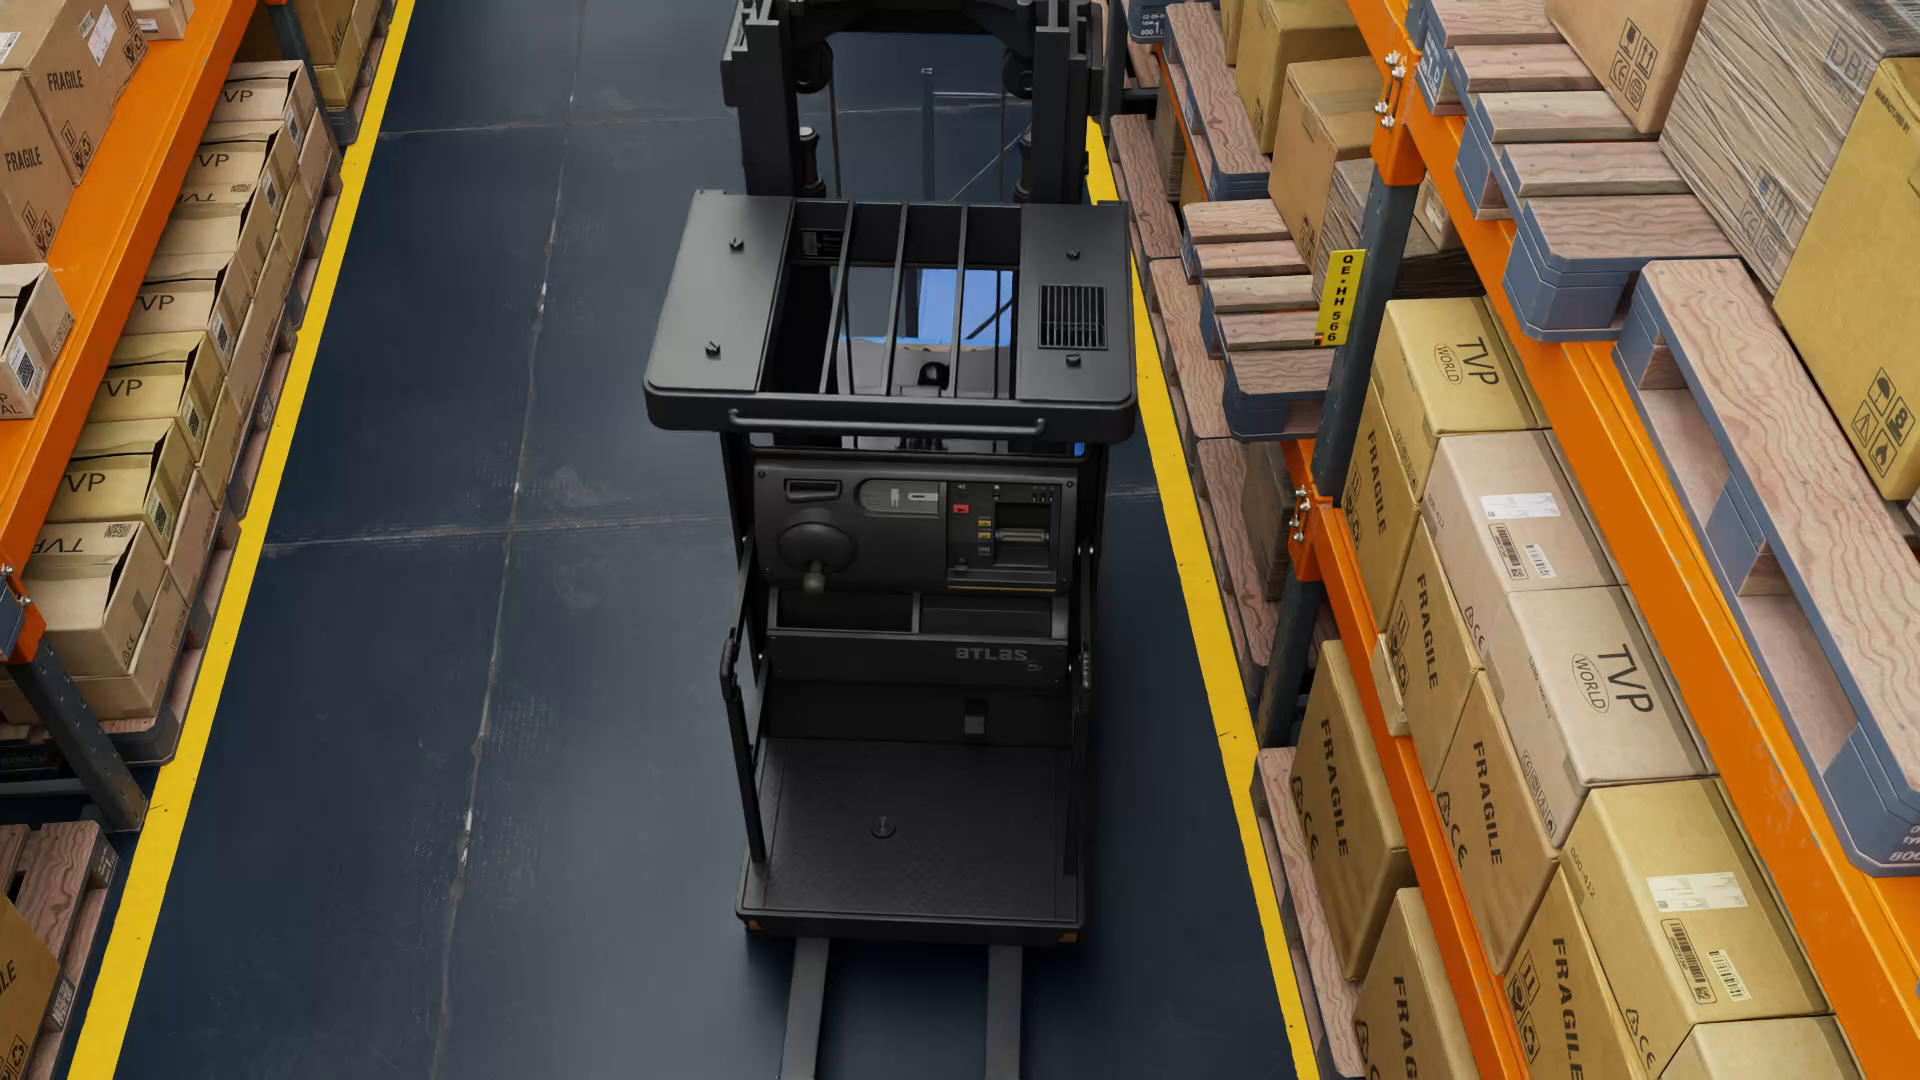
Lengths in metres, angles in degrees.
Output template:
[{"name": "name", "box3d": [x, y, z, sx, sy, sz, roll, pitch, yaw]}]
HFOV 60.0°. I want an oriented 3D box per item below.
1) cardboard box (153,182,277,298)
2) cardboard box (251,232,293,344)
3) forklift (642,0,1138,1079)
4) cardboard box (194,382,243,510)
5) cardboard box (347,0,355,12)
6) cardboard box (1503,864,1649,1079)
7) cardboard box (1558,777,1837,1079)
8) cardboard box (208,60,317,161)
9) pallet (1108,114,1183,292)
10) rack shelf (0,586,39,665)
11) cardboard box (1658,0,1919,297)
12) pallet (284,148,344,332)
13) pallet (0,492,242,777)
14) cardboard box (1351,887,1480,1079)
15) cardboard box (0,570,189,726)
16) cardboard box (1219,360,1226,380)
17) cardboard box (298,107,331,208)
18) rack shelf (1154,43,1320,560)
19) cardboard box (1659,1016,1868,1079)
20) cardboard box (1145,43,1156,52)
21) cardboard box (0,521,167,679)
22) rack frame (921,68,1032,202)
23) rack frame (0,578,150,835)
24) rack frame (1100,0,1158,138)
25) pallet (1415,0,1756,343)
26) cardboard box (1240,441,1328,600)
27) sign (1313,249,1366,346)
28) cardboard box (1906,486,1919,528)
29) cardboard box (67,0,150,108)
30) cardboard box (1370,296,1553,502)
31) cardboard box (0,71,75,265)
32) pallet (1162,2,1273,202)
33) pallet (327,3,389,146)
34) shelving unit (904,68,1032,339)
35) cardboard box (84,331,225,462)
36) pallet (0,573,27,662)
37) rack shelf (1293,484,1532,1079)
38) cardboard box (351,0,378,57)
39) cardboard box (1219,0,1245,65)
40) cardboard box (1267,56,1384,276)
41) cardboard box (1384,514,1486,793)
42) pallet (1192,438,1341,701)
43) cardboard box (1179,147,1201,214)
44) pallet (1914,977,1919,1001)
[{"name": "cardboard box", "box3d": [-3.279, -1.301, 7.134, 0.500, 0.311, 0.500, -4, 47, -3]}, {"name": "cardboard box", "box3d": [-3.280, -1.102, 7.332, 0.500, 0.250, 0.500, -3, 47, -2]}, {"name": "forklift", "box3d": [-0.137, 0.070, 4.665, 1.130, 2.935, 3.031, 2, 47, 2]}, {"name": "cardboard box", "box3d": [-3.196, -0.363, 6.632, 0.500, 0.250, 0.500, -5, 47, -4]}, {"name": "cardboard box", "box3d": [-3.464, -3.094, 8.703, 0.500, 0.500, 0.500, -3, 47, -3]}, {"name": "cardboard box", "box3d": [1.495, 1.007, 3.443, 0.500, 0.500, 0.500, -2, 47, -2]}, {"name": "cardboard box", "box3d": [1.505, 0.731, 3.188, 0.500, 0.250, 0.500, -4, 47, -4]}, {"name": "cardboard box", "box3d": [-3.368, -2.038, 7.832, 0.500, 0.311, 0.500, -3, 47, -3]}, {"name": "pallet", "box3d": [1.315, -1.703, 8.218, 1.003, 0.211, 1.213, -3, 47, -3]}, {"name": "rack shelf", "box3d": [-3.185, 1.667, 3.601, 1.077, 0.370, 4.000, -3, 47, -3]}, {"name": "cardboard box", "box3d": [1.778, -0.821, 3.024, 0.700, 0.500, 0.500, -6, 47, -5]}, {"name": "pallet", "box3d": [-3.587, -1.432, 7.961, 1.003, 0.211, 1.213, -3, 47, -3]}, {"name": "pallet", "box3d": [-3.383, 0.333, 6.289, 1.003, 0.211, 1.213, -3, 47, -3]}, {"name": "cardboard box", "box3d": [1.581, 1.438, 4.514, 0.750, 0.750, 0.750, -4, 47, -3]}, {"name": "cardboard box", "box3d": [-3.104, 0.377, 5.932, 0.500, 0.250, 0.500, -4, 47, -3]}, {"name": "cardboard box", "box3d": [1.474, -0.878, 6.935, 0.700, 0.500, 0.500, -4, 47, -4]}, {"name": "cardboard box", "box3d": [-3.364, -1.838, 8.029, 0.500, 0.250, 0.500, -4, 47, -4]}, {"name": "rack shelf", "box3d": [1.416, -1.531, 6.630, 1.077, 0.370, 4.000, -3, 47, -3]}, {"name": "cardboard box", "box3d": [1.548, 1.099, 2.839, 0.500, 0.250, 0.500, -3, 47, -3]}, {"name": "cardboard box", "box3d": [1.174, -2.788, 8.973, 0.380, 0.166, 0.250, -9, 47, -8]}, {"name": "cardboard box", "box3d": [-3.104, 0.184, 5.728, 0.500, 0.311, 0.500, -2, 47, -2]}, {"name": "rack frame", "box3d": [0.102, -1.282, 6.931, 0.500, 1.500, 0.032, 2, 47, 2]}, {"name": "rack frame", "box3d": [-3.353, -0.028, 4.710, 1.000, 3.000, 0.127, -3, 47, -3]}, {"name": "rack frame", "box3d": [1.249, -3.225, 7.739, 1.000, 3.000, 0.127, -3, 47, -3]}, {"name": "pallet", "box3d": [1.690, -0.835, 3.539, 1.213, 0.211, 1.003, -2, 47, -1]}, {"name": "cardboard box", "box3d": [1.471, -0.141, 6.236, 0.700, 0.500, 0.500, -3, 47, -3]}, {"name": "sign", "box3d": [1.043, -0.662, 4.569, 0.100, 0.325, 0.005, -3, 47, -3]}, {"name": "cardboard box", "box3d": [1.865, -0.063, 2.306, 0.700, 0.500, 0.500, -4, 47, -3]}, {"name": "cardboard box", "box3d": [-3.595, -2.018, 6.527, 0.500, 0.500, 0.500, 0, 47, 0]}, {"name": "cardboard box", "box3d": [1.367, -0.368, 4.228, 0.500, 0.250, 0.500, -2, 47, -2]}, {"name": "cardboard box", "box3d": [-3.509, -1.275, 5.823, 0.500, 0.500, 0.500, -6, 47, -5]}, {"name": "pallet", "box3d": [1.377, -1.695, 6.422, 1.003, 0.211, 1.213, -3, 47, -3]}, {"name": "pallet", "box3d": [-3.712, -2.541, 9.011, 1.003, 0.211, 1.213, -3, 47, -3]}, {"name": "shelving unit", "box3d": [0.079, -0.913, 6.582, 0.538, 1.500, 1.048, 2, 47, 2]}, {"name": "cardboard box", "box3d": [-3.197, -0.565, 6.437, 0.500, 0.311, 0.500, -5, 47, -4]}, {"name": "pallet", "box3d": [-3.226, 0.525, 4.319, 1.213, 0.211, 1.003, -3, 47, -3]}, {"name": "rack shelf", "box3d": [1.751, 1.363, 3.889, 1.077, 0.370, 4.000, -3, 47, -3]}, {"name": "cardboard box", "box3d": [-3.461, -2.837, 8.975, 0.500, 0.250, 0.500, -3, 47, -3]}, {"name": "cardboard box", "box3d": [1.383, -2.162, 6.359, 0.700, 0.500, 0.500, 2, 47, 2]}, {"name": "cardboard box", "box3d": [1.460, -1.259, 5.505, 0.700, 0.500, 0.500, -7, 47, -7]}, {"name": "cardboard box", "box3d": [1.404, 0.272, 4.139, 0.500, 0.500, 0.500, -2, 47, -2]}, {"name": "pallet", "box3d": [1.519, 0.062, 6.546, 1.003, 0.211, 1.213, -3, 47, -3]}, {"name": "cardboard box", "box3d": [1.420, -1.615, 7.632, 0.700, 0.500, 0.500, -4, 47, -4]}, {"name": "pallet", "box3d": [1.792, 0.937, 1.863, 0.805, 0.209, 1.217, -5, 47, -5]}]
